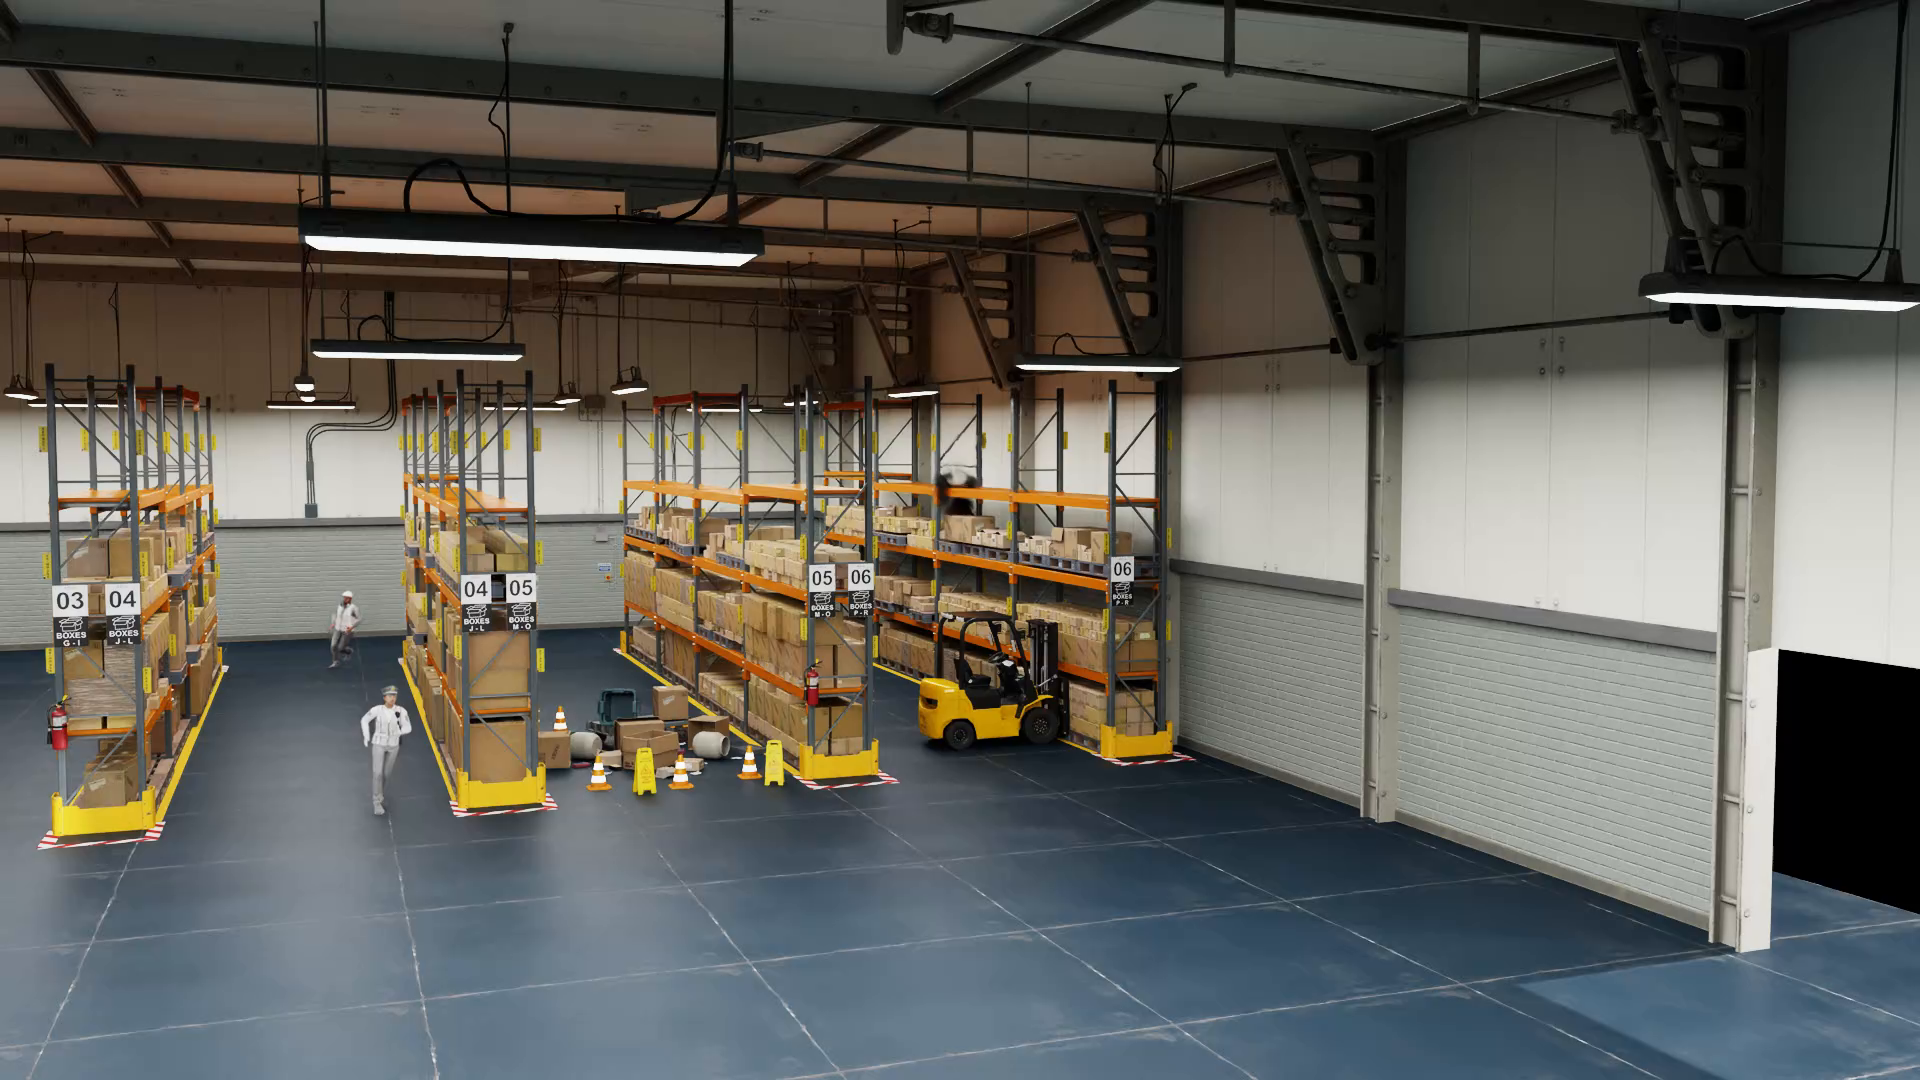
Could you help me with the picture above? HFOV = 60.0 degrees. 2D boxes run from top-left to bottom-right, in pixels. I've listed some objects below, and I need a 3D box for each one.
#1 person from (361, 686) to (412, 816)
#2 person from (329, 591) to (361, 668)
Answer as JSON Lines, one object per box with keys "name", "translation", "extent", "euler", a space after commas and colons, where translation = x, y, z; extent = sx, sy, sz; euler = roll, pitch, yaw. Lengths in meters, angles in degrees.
{"name": "person", "translation": [-7.832, 2.830, 22.746], "extent": [0.635, 1.689, 0.901], "euler": [-2, 4, -27]}
{"name": "person", "translation": [-13.690, 1.990, 37.072], "extent": [0.699, 1.715, 0.593], "euler": [1, 3, 13]}
